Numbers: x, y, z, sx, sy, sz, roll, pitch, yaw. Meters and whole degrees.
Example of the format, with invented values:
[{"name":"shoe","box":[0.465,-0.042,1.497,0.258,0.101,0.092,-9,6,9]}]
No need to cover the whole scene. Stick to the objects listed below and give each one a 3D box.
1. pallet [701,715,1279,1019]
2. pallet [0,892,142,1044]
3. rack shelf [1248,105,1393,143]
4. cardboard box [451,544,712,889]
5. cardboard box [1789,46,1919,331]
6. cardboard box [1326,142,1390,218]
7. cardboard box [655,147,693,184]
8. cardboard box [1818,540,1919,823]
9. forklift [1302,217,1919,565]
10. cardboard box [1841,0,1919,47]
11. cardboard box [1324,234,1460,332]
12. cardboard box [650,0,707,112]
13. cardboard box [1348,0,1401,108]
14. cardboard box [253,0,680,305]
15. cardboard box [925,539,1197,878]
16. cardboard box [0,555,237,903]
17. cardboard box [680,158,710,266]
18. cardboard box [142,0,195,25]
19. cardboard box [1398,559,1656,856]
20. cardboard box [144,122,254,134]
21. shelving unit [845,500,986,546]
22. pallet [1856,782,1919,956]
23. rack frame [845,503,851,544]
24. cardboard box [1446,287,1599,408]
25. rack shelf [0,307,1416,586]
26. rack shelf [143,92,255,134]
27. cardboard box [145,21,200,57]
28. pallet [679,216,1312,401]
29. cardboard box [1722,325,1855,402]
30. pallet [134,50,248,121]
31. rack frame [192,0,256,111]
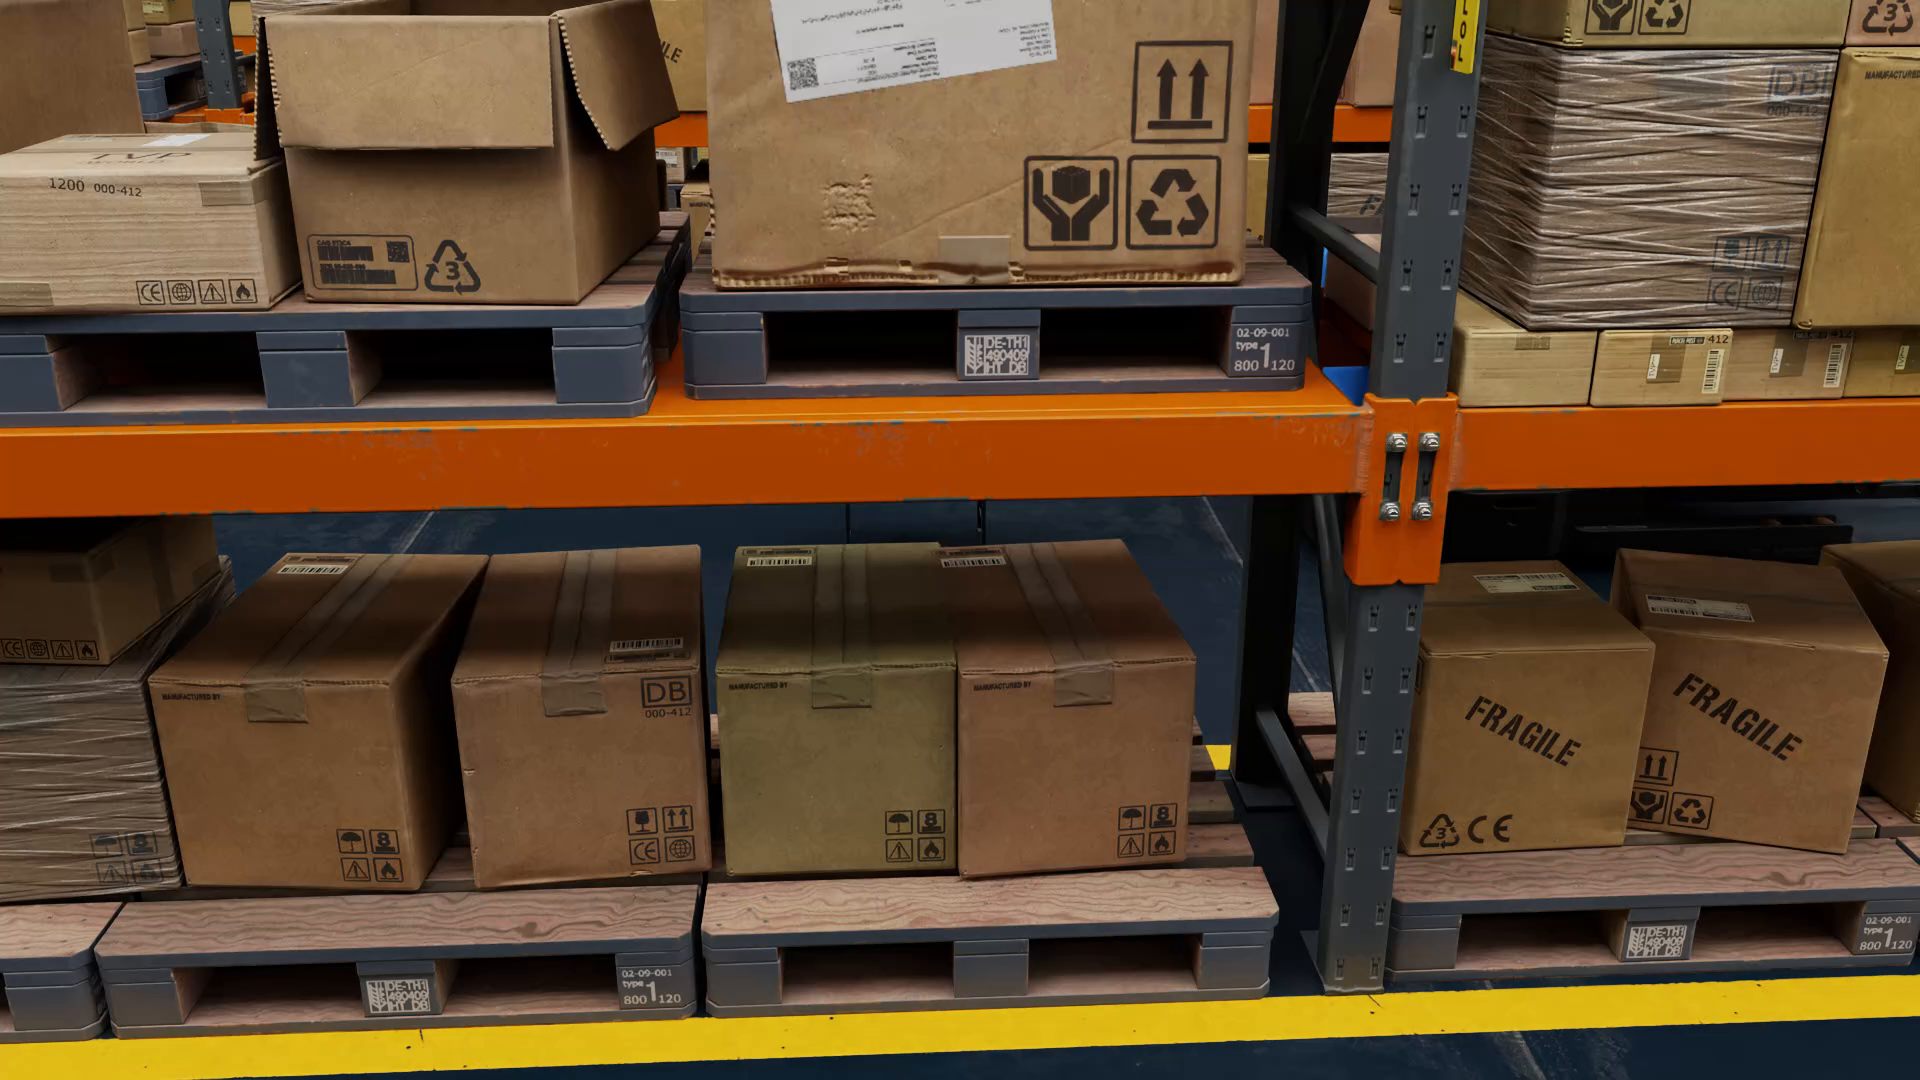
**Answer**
[{"name":"pallet","box":[0.038,0.715,3.946,1.213,0.211,1.003,-1,21,-3]},{"name":"pallet","box":[-2.398,0.765,3.815,1.213,0.211,1.003,-1,21,-3]},{"name":"rack shelf","box":[2.630,-2.073,8.360,4.000,0.370,1.077,-1,21,-3]},{"name":"cardboard box","box":[-0.834,0.378,3.808,0.500,0.500,0.700,-3,21,-8]},{"name":"cardboard box","box":[1.770,-0.775,3.382,0.500,0.500,0.875,-1,21,-3]},{"name":"cardboard box","box":[2.165,-1.579,8.449,0.875,0.875,0.875,-1,21,-3]},{"name":"cardboard box","box":[-2.443,-3.037,12.986,0.625,0.372,0.950,-2,21,-4]},{"name":"cardboard box","box":[2.404,0.319,3.990,0.500,0.500,0.500,-3,21,-8]},{"name":"forklift","box":[2.733,-1.462,5.841,3.031,2.935,1.130,-2,21,-4]},{"name":"cardboard box","box":[1.779,-1.187,3.059,0.500,0.500,0.500,-1,21,-3]},{"name":"cardboard box","box":[1.014,-0.596,3.823,0.250,0.149,0.380,-1,21,-3]},{"name":"cardboard box","box":[-1.388,-2.278,7.747,0.500,0.500,0.500,-1,21,-4]},{"name":"cardboard box","box":[2.095,-2.438,8.099,0.550,0.550,0.875,-1,21,-3]},{"name":"cardboard box","box":[-0.910,-0.781,3.221,0.637,0.503,0.797,1,21,2]},{"name":"cardboard box","box":[0.201,0.363,3.846,0.500,0.500,0.700,-3,21,-7]},{"name":"cardboard box","box":[-1.957,0.403,3.741,0.500,0.500,0.700,-3,21,-8]},{"name":"cardboard box","box":[-0.944,-1.450,8.286,0.750,0.750,1.050,-1,21,-3]},{"name":"cardboard box","box":[-3.854,-2.566,7.991,0.250,0.149,0.380,0,21,-1]},{"name":"cardboard box","box":[1.217,0.374,3.846,0.500,0.500,0.500,-2,21,-5]},{"name":"cardboard box","box":[-1.528,-0.786,3.569,0.258,0.266,0.396,-2,21,-5]},{"name":"shelving unit","box":[-0.165,-0.557,5.899,0.503,1.200,0.258,-1,21,-3]},{"name":"pallet","box":[2.705,0.647,4.125,1.213,0.211,1.003,-1,21,-3]},{"name":"rack frame","box":[-0.409,-0.552,5.886,0.015,1.200,0.240,-1,21,-3]},{"name":"cardboard box","box":[1.048,-0.384,3.268,0.250,0.149,0.380,-1,21,-3]},{"name":"rack shelf","box":[-1.181,-0.227,3.514,4.000,0.370,1.077,-1,21,-3]},{"name":"rack shelf","box":[-5.357,-1.910,7.933,4.000,0.370,1.077,-1,21,-3]},{"name":"cardboard box","box":[-3.818,-2.428,8.047,0.250,0.149,0.380,-1,21,-4]},{"name":"pallet","box":[0.044,-0.551,3.621,1.213,0.211,1.003,-1,21,-3]},{"name":"cardboard box","box":[1.546,-0.400,3.308,0.250,0.149,0.380,-1,21,-3]},{"name":"pallet","box":[-4.065,-2.145,7.809,1.003,0.211,1.213,-1,21,-3]},{"name":"rack frame","box":[-3.360,-2.287,7.912,0.127,3.000,1.000,-1,21,-3]}]
